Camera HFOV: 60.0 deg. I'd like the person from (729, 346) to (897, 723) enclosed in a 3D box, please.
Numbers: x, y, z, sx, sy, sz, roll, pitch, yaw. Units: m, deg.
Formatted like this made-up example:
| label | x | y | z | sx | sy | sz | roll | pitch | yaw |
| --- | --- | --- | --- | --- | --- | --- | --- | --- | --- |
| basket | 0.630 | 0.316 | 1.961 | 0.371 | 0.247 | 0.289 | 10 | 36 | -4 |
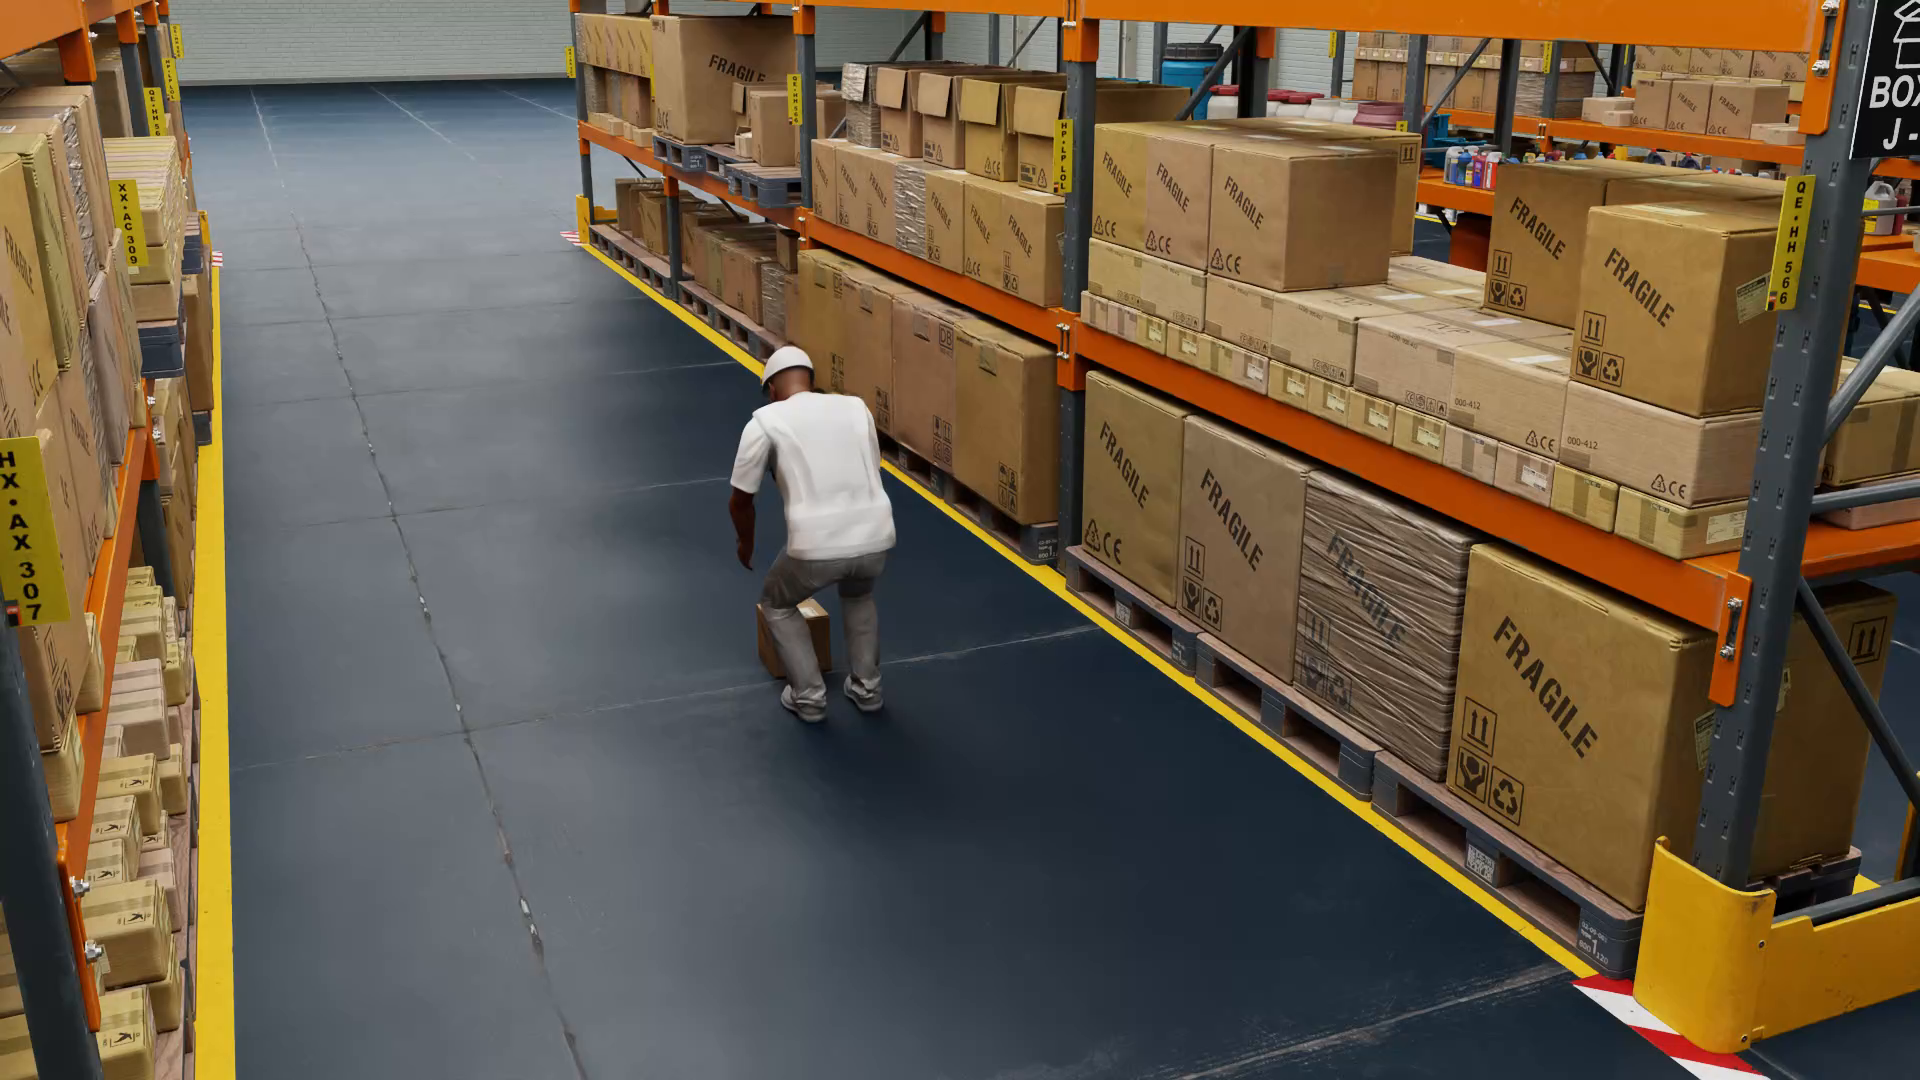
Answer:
| label | x | y | z | sx | sy | sz | roll | pitch | yaw |
| --- | --- | --- | --- | --- | --- | --- | --- | --- | --- |
| person | -0.579 | -0.015 | 6.598 | 0.631 | 1.429 | 0.747 | -8 | 20 | -22 |
